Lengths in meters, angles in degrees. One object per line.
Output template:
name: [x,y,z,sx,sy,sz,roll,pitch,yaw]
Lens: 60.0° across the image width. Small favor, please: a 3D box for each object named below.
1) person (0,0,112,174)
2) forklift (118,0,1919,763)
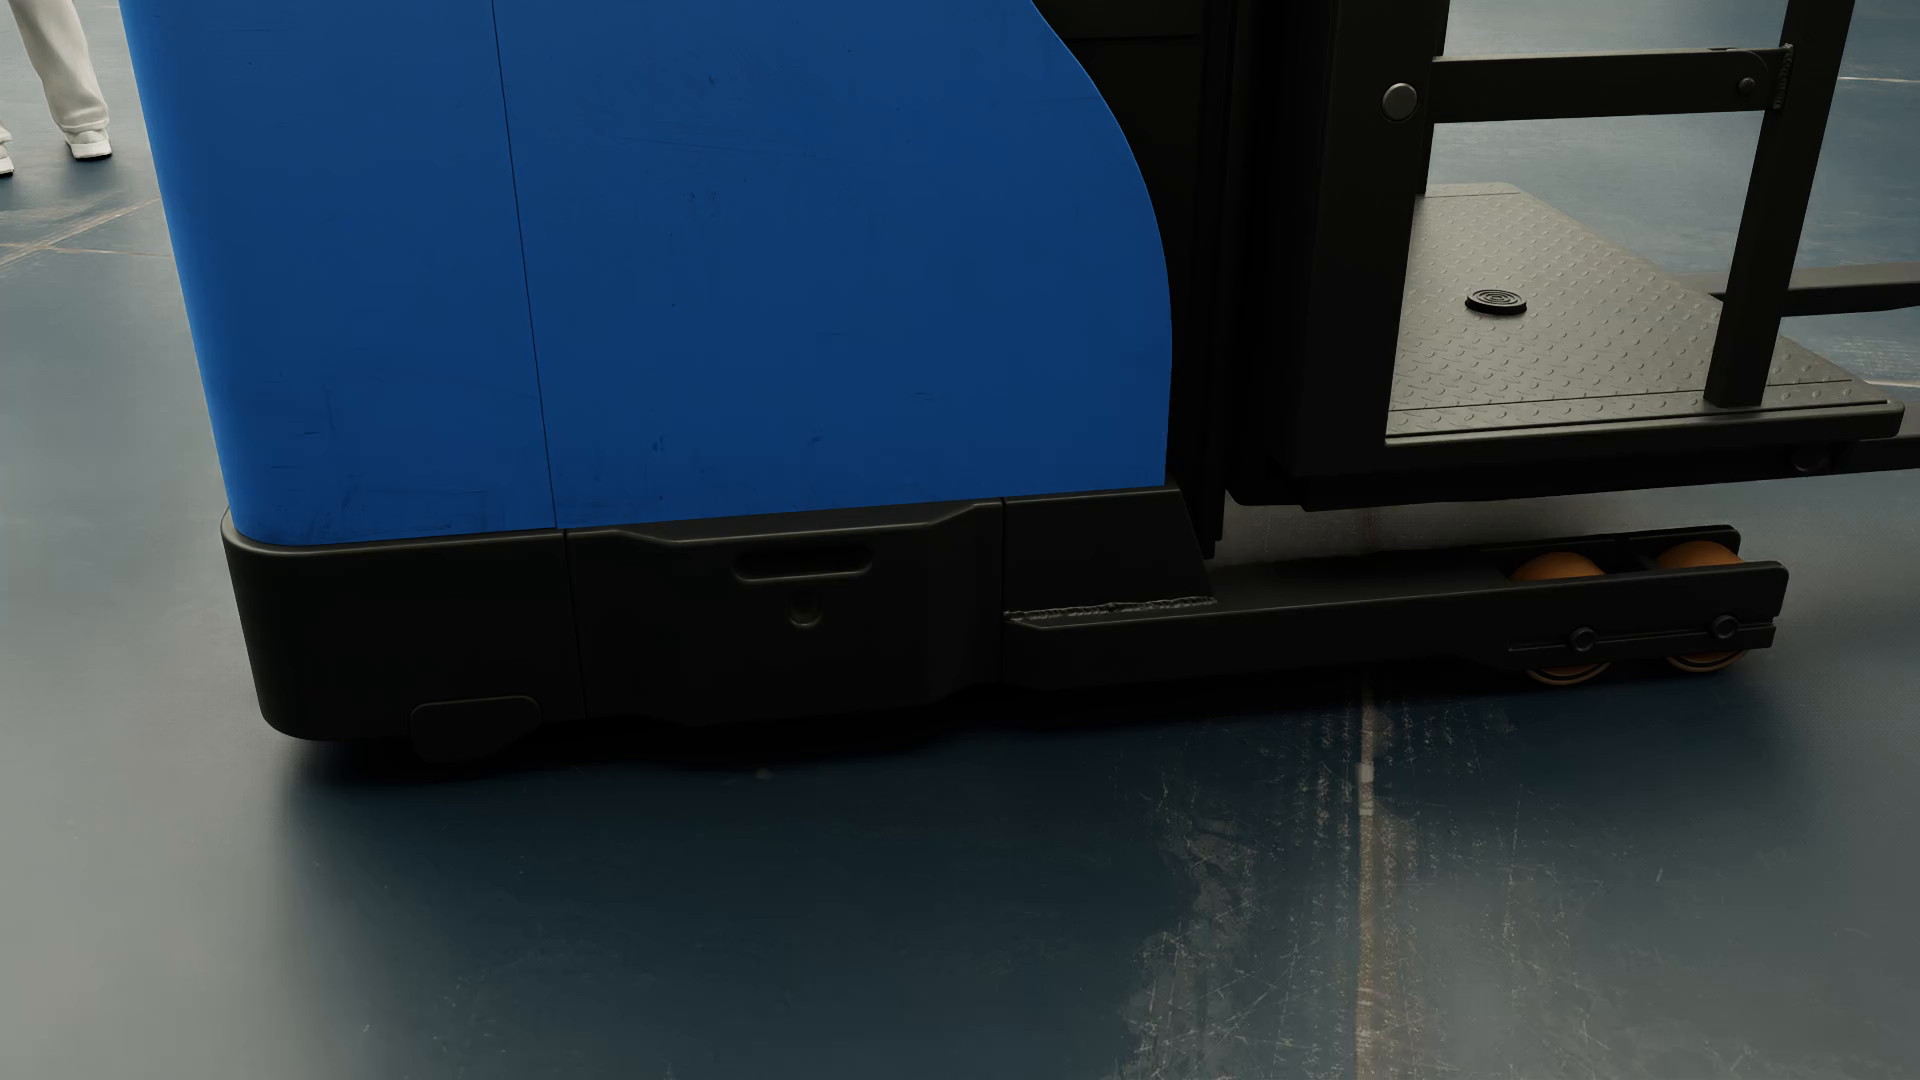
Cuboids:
person: [-2.578,-1.829,4.155,0.421,1.775,0.642,23,35,38]
forklift: [0.600,-1.354,1.930,3.031,2.935,1.130,-4,27,-9]
